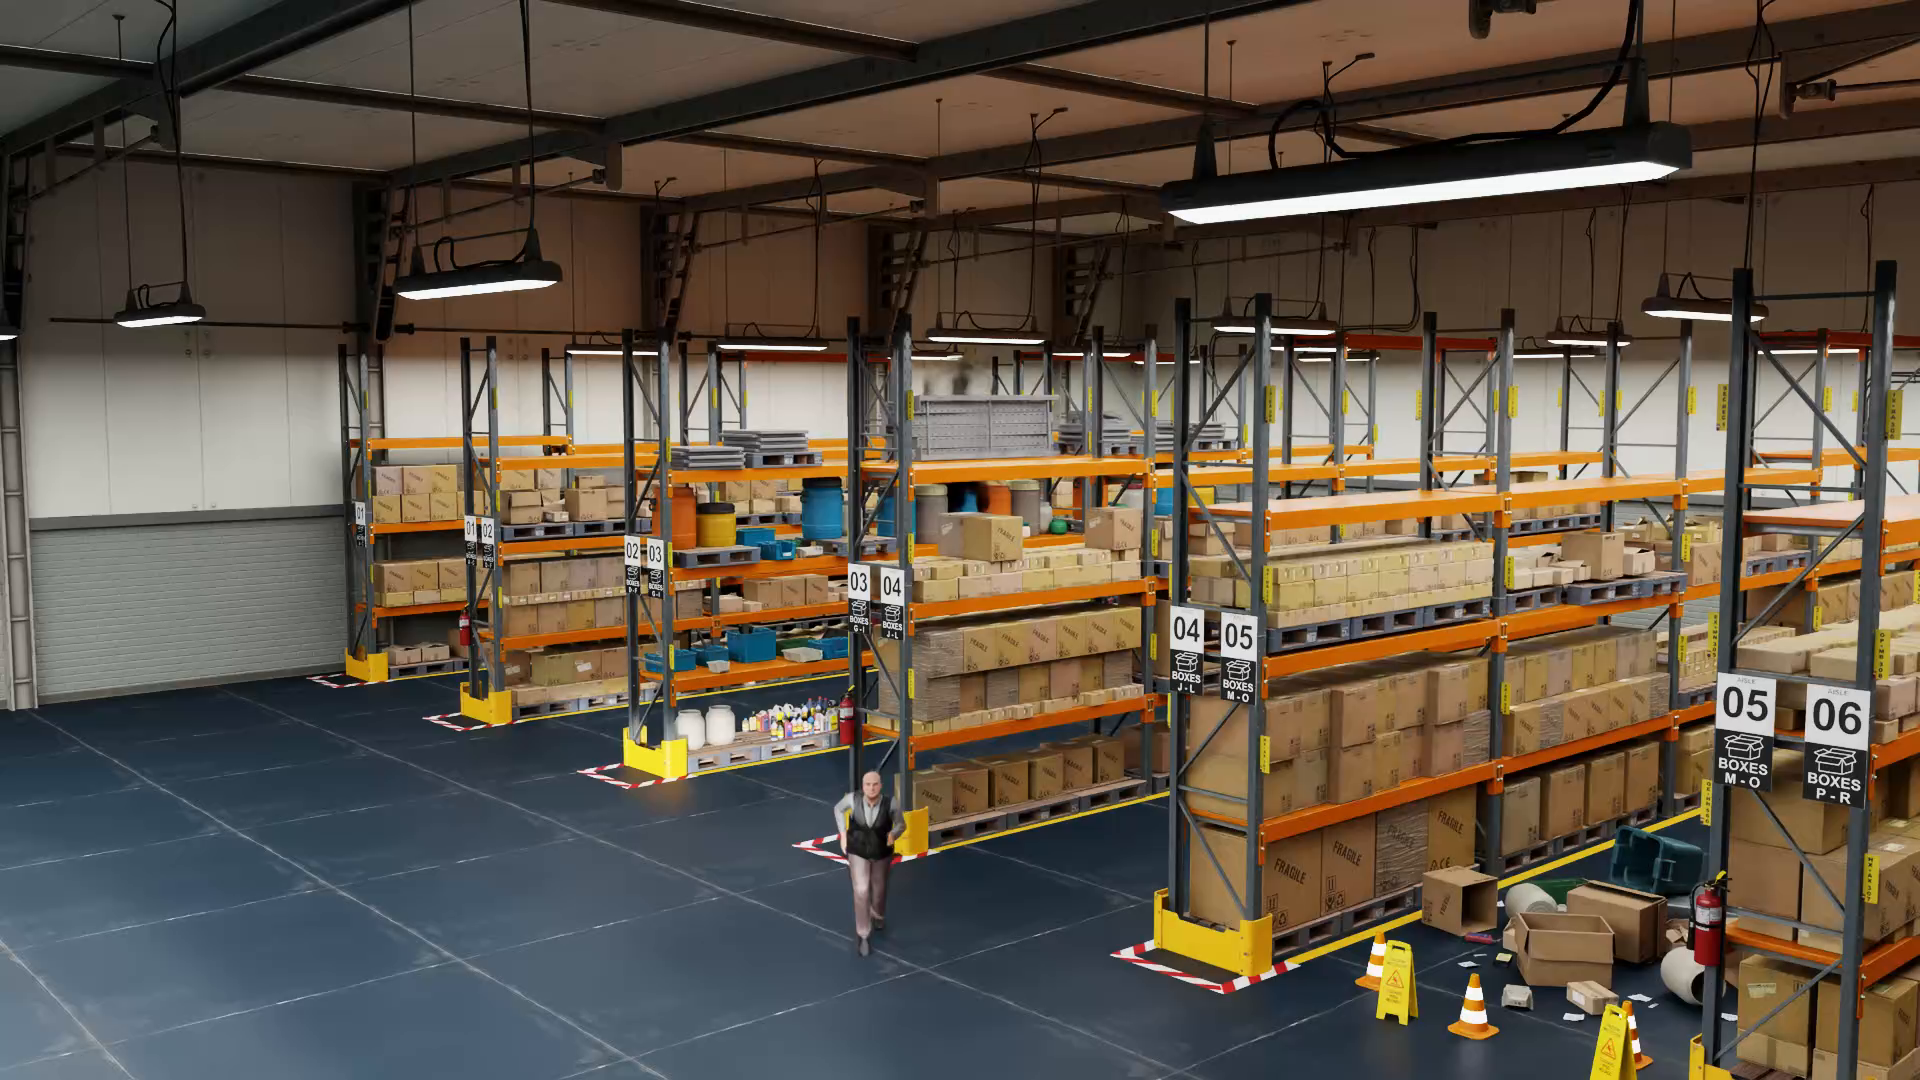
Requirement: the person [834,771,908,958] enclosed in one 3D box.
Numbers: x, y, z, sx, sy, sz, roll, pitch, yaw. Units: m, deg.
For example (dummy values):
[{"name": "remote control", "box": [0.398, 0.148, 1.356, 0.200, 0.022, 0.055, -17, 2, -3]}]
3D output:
[{"name": "person", "box": [-0.829, 2.955, 15.499, 0.676, 1.712, 0.919, 0, 5, -5]}]
